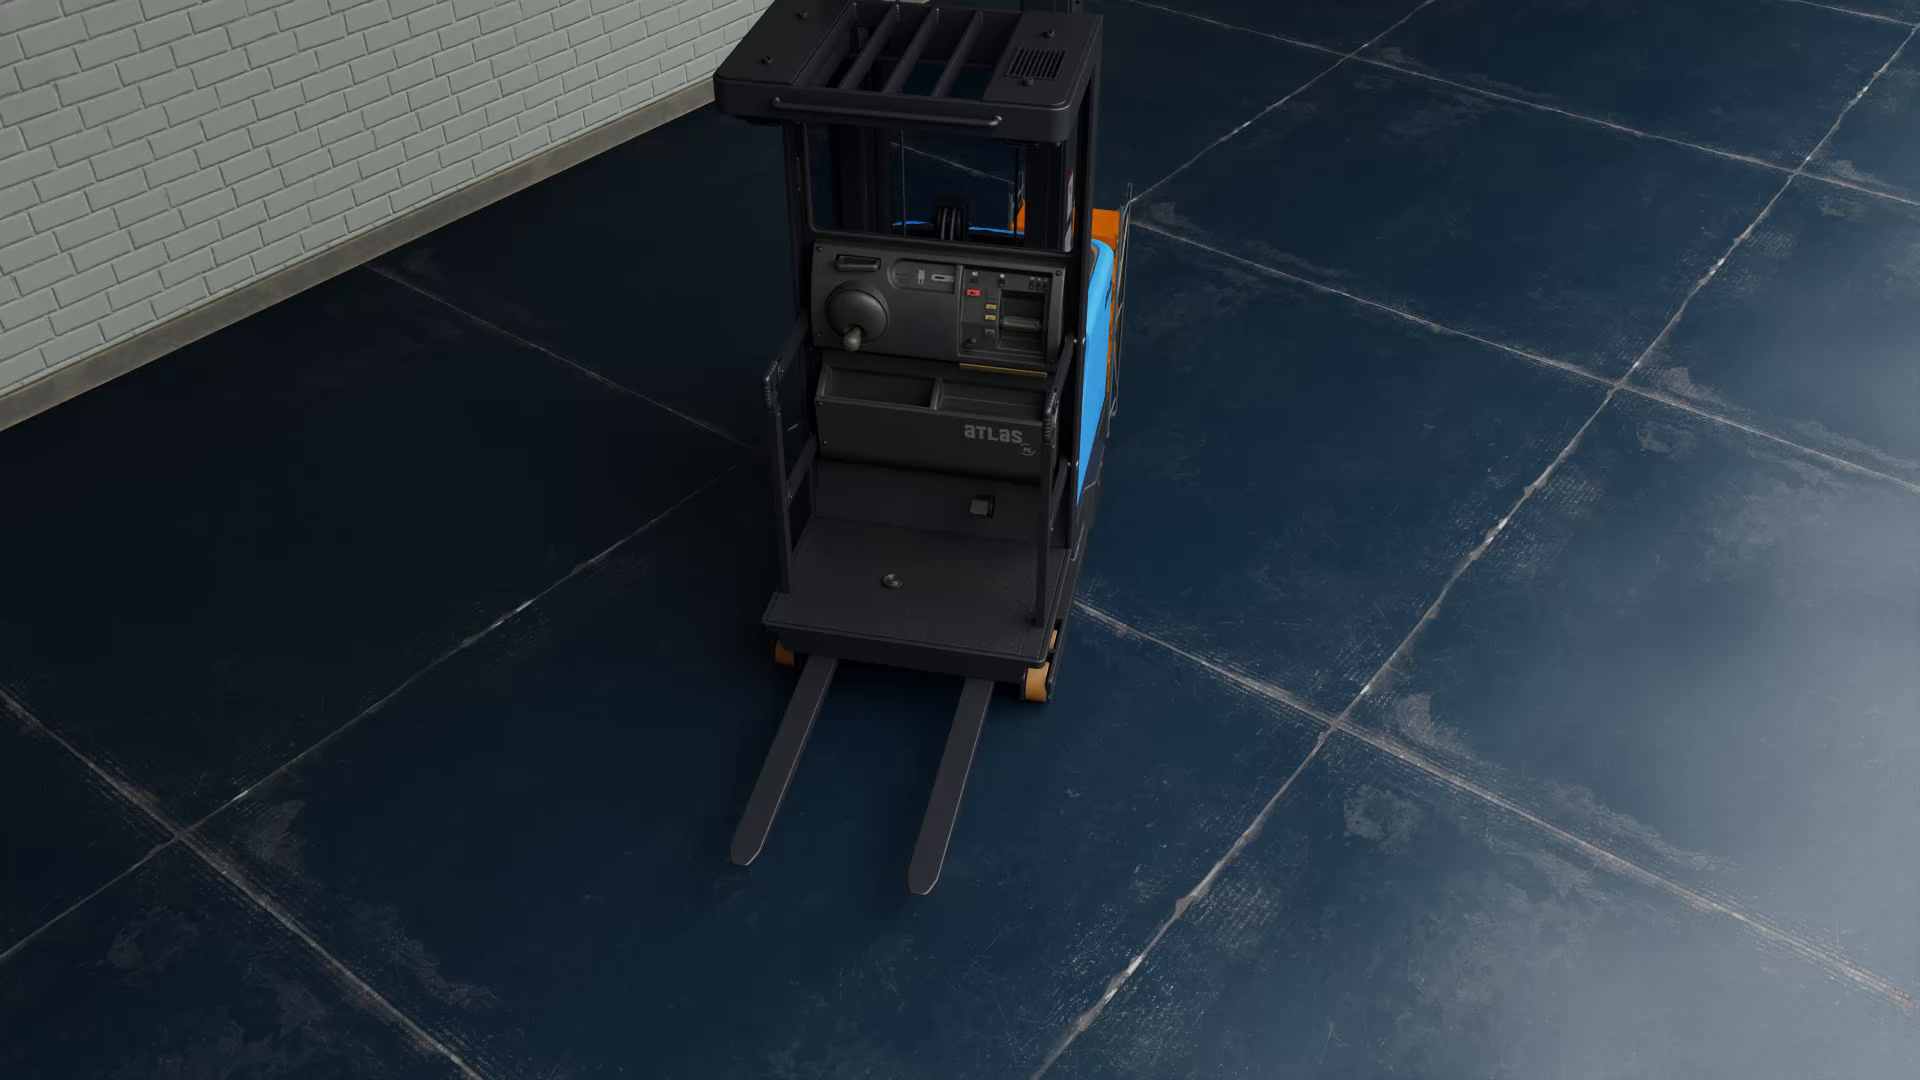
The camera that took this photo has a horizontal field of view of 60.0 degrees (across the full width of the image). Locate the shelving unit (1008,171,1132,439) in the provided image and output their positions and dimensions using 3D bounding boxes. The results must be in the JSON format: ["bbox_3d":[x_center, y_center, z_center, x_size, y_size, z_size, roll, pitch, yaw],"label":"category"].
[{"bbox_3d":[0.483,-1.061,7.631,0.503,1.200,0.258,9,39,11],"label":"shelving unit"}]

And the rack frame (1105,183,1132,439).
[{"bbox_3d":[0.720,-1.025,7.586,0.015,1.200,0.240,9,39,11],"label":"rack frame"}]

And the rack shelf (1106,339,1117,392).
[{"bbox_3d":[0.483,-0.851,7.795,0.480,0.148,0.258,9,39,11],"label":"rack shelf"}]

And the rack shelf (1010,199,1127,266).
[{"bbox_3d":[0.483,-1.370,7.389,0.480,0.148,0.258,9,39,11],"label":"rack shelf"}]

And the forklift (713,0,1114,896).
[{"bbox_3d":[-0.127,-0.778,5.866,1.130,2.935,3.031,7,39,9],"label":"forklift"}]

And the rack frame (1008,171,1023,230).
[{"bbox_3d":[0.246,-1.096,7.677,0.015,1.200,0.240,9,39,11],"label":"rack frame"}]

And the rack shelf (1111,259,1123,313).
[{"bbox_3d":[0.483,-1.184,7.535,0.480,0.148,0.258,9,39,11],"label":"rack shelf"}]

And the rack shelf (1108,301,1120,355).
[{"bbox_3d":[0.483,-1.008,7.673,0.480,0.148,0.258,9,39,11],"label":"rack shelf"}]
